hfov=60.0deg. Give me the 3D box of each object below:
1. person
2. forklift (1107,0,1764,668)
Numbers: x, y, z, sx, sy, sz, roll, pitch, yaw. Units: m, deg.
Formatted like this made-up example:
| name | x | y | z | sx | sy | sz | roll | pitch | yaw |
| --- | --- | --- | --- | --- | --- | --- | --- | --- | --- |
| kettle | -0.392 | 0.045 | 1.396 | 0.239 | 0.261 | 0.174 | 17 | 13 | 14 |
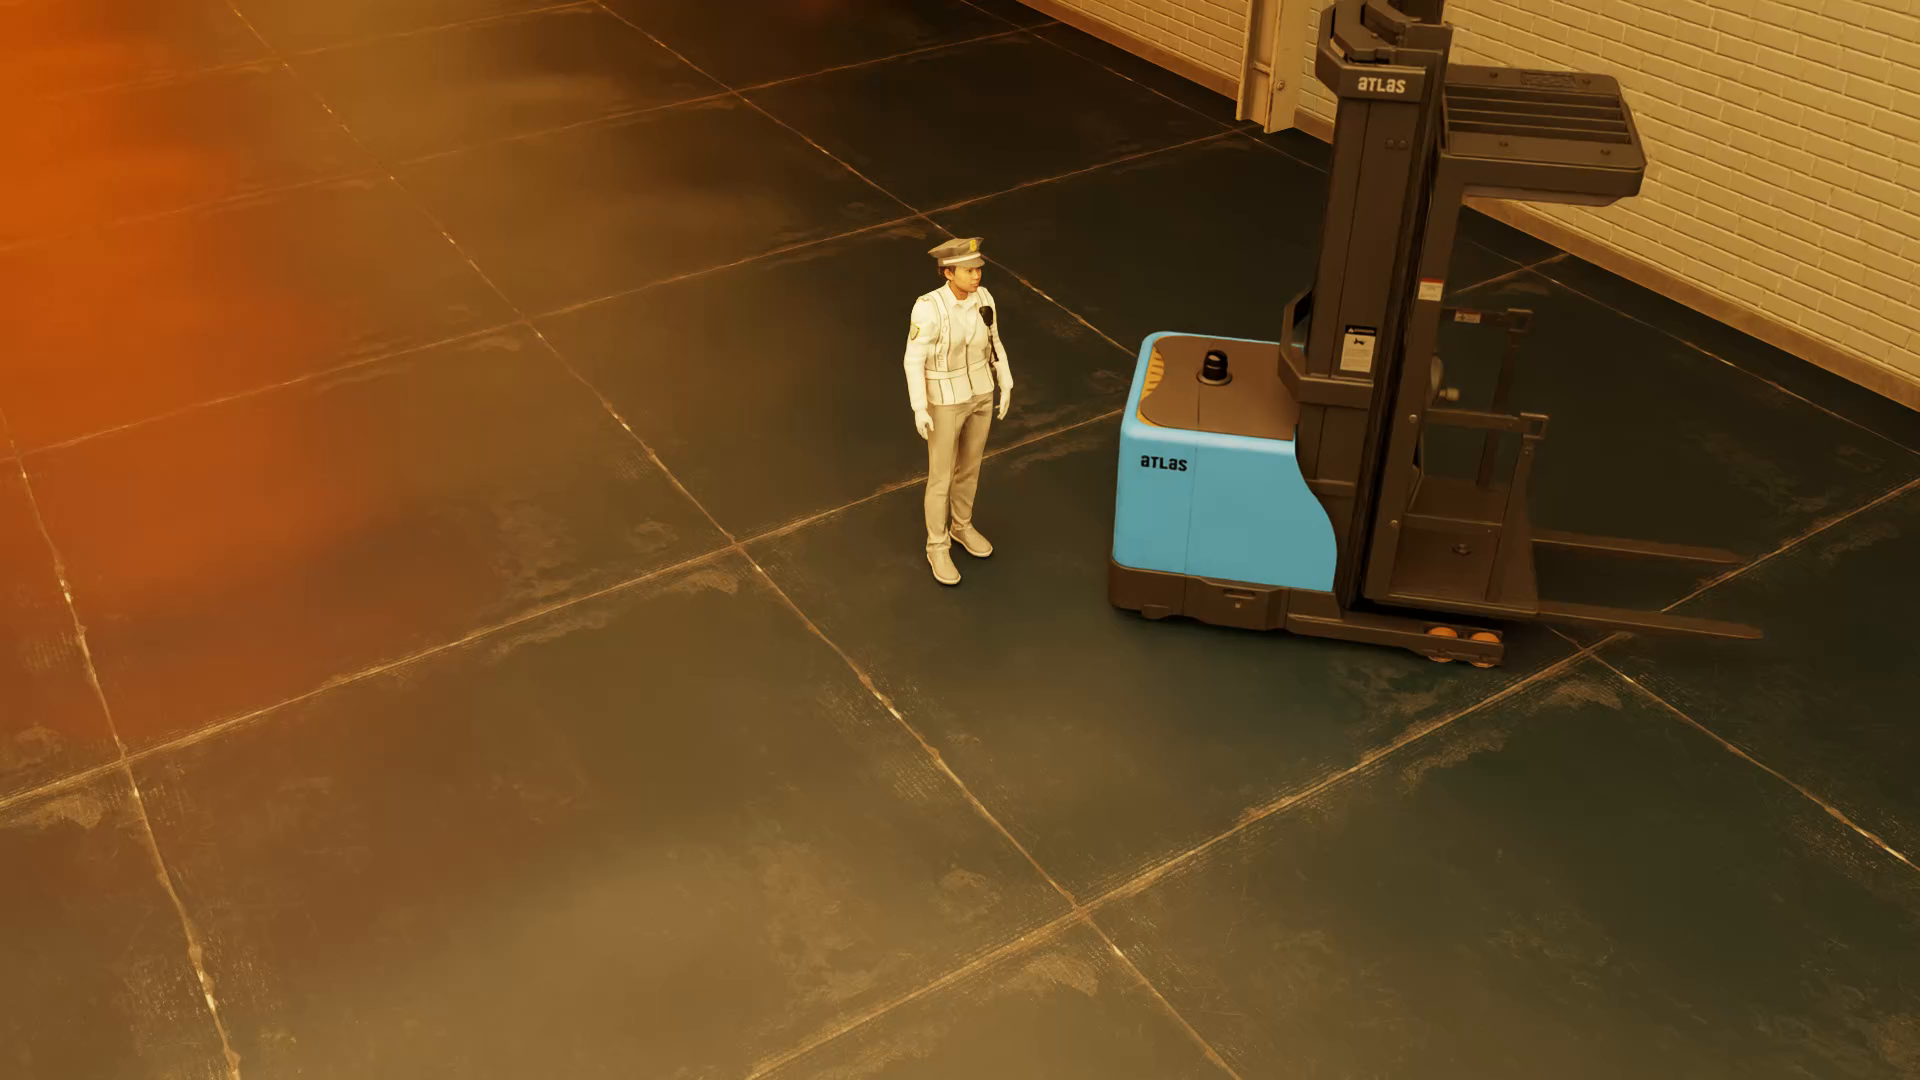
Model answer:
| name | x | y | z | sx | sy | sz | roll | pitch | yaw |
| --- | --- | --- | --- | --- | --- | --- | --- | --- | --- |
| person | 0.032 | -0.664 | 8.156 | 0.588 | 1.695 | 0.531 | -21 | 40 | -27 |
| forklift | 2.295 | -0.932 | 7.474 | 3.031 | 2.935 | 1.130 | 7 | 36 | 10 |
